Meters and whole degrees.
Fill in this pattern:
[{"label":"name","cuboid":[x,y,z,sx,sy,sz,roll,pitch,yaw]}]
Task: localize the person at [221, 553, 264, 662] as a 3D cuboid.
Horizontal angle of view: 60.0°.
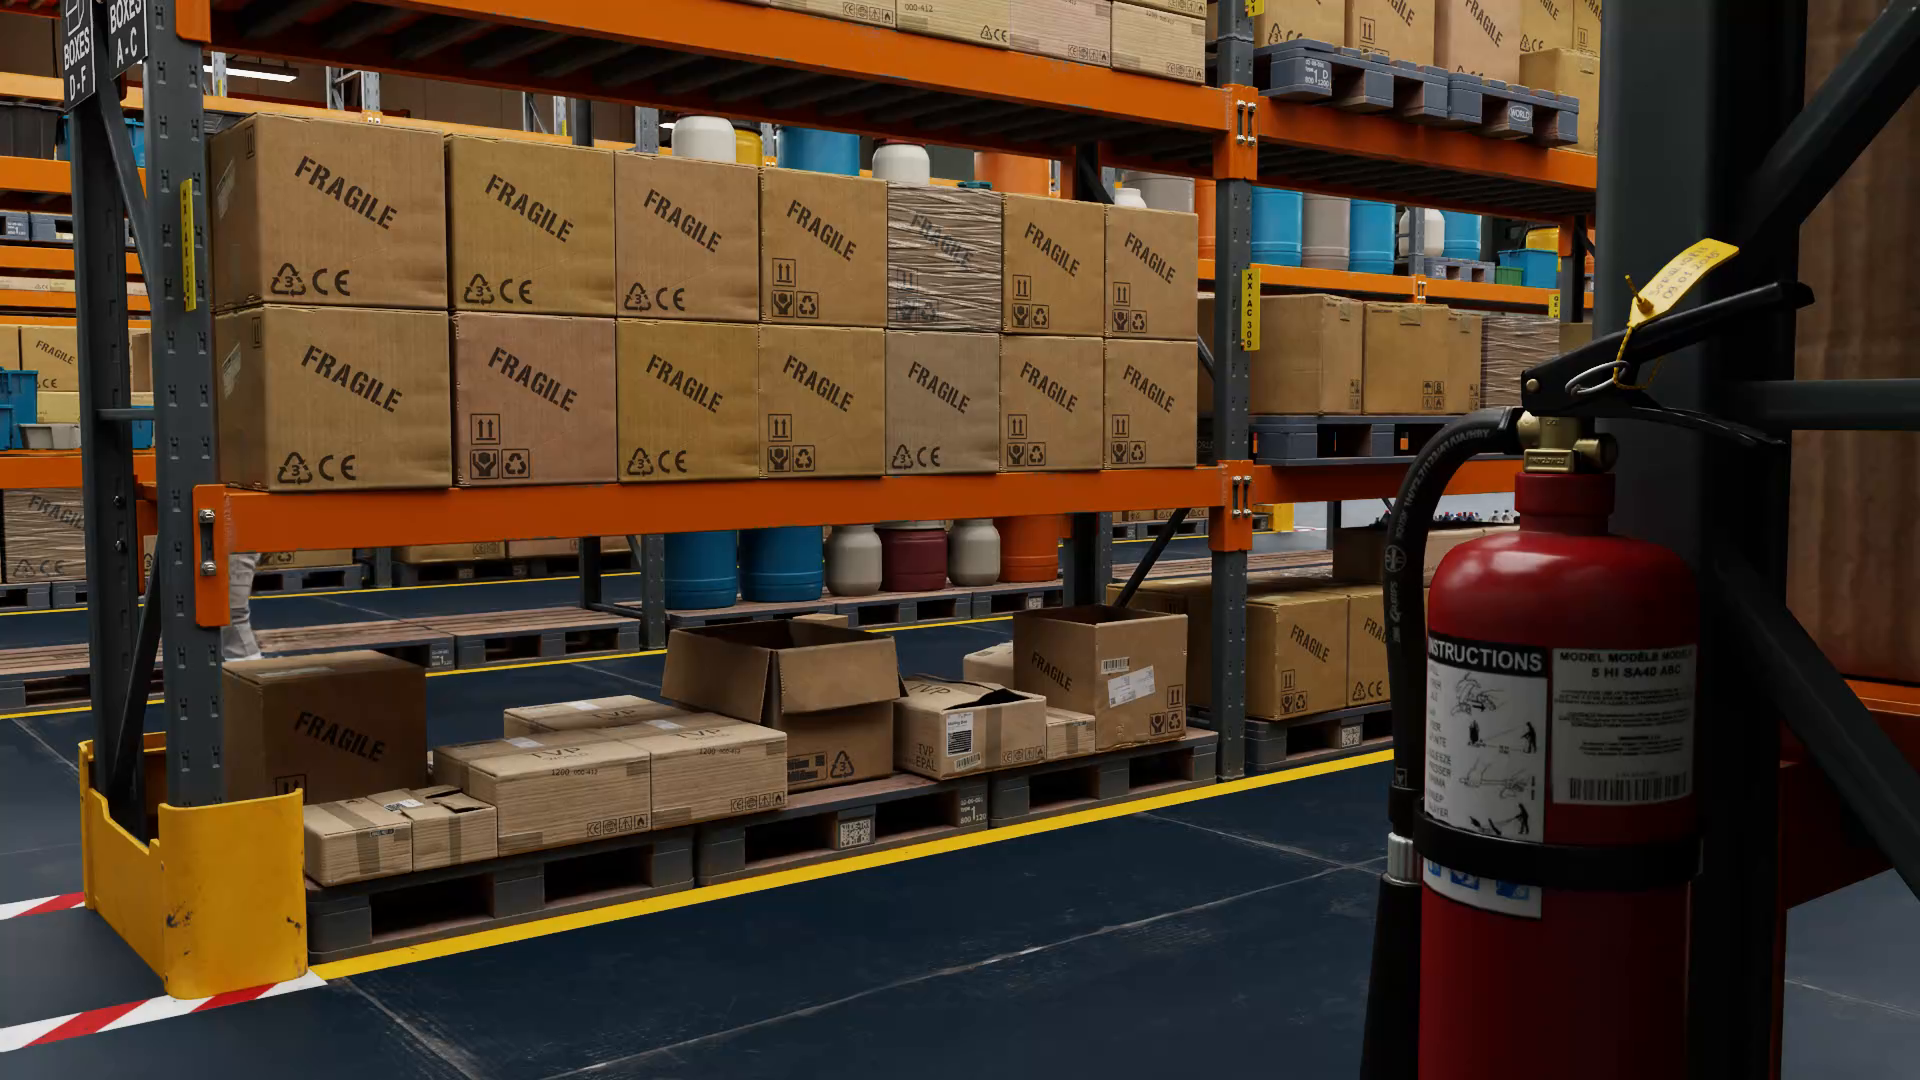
[{"label":"person","cuboid":[-3.485,0.005,7.890,0.481,1.780,0.526,-3,5,-36]}]
